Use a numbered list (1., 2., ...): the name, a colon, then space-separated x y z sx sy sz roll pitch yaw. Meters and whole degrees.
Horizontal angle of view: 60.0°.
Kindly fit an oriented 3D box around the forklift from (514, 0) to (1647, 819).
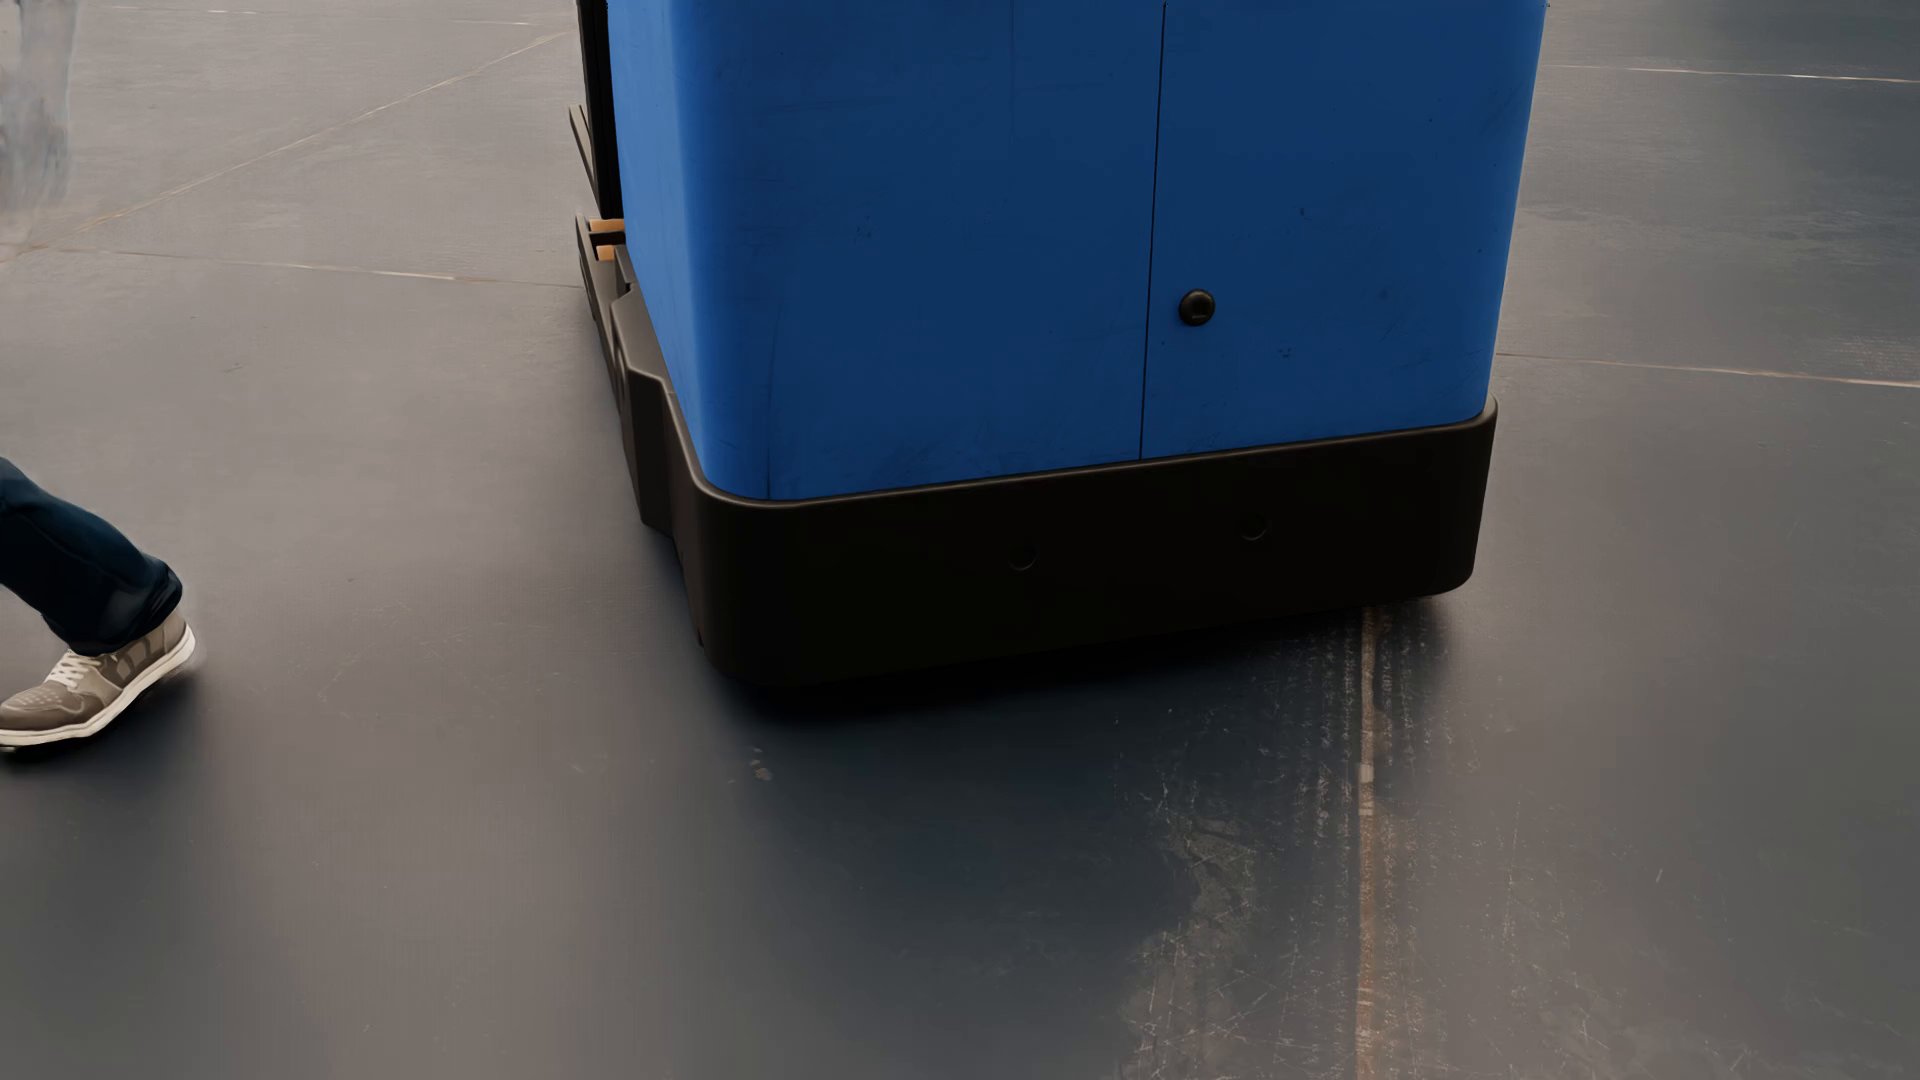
1. forklift: 0.041 -1.640 2.497 1.130 2.935 3.031 -1 27 -3
